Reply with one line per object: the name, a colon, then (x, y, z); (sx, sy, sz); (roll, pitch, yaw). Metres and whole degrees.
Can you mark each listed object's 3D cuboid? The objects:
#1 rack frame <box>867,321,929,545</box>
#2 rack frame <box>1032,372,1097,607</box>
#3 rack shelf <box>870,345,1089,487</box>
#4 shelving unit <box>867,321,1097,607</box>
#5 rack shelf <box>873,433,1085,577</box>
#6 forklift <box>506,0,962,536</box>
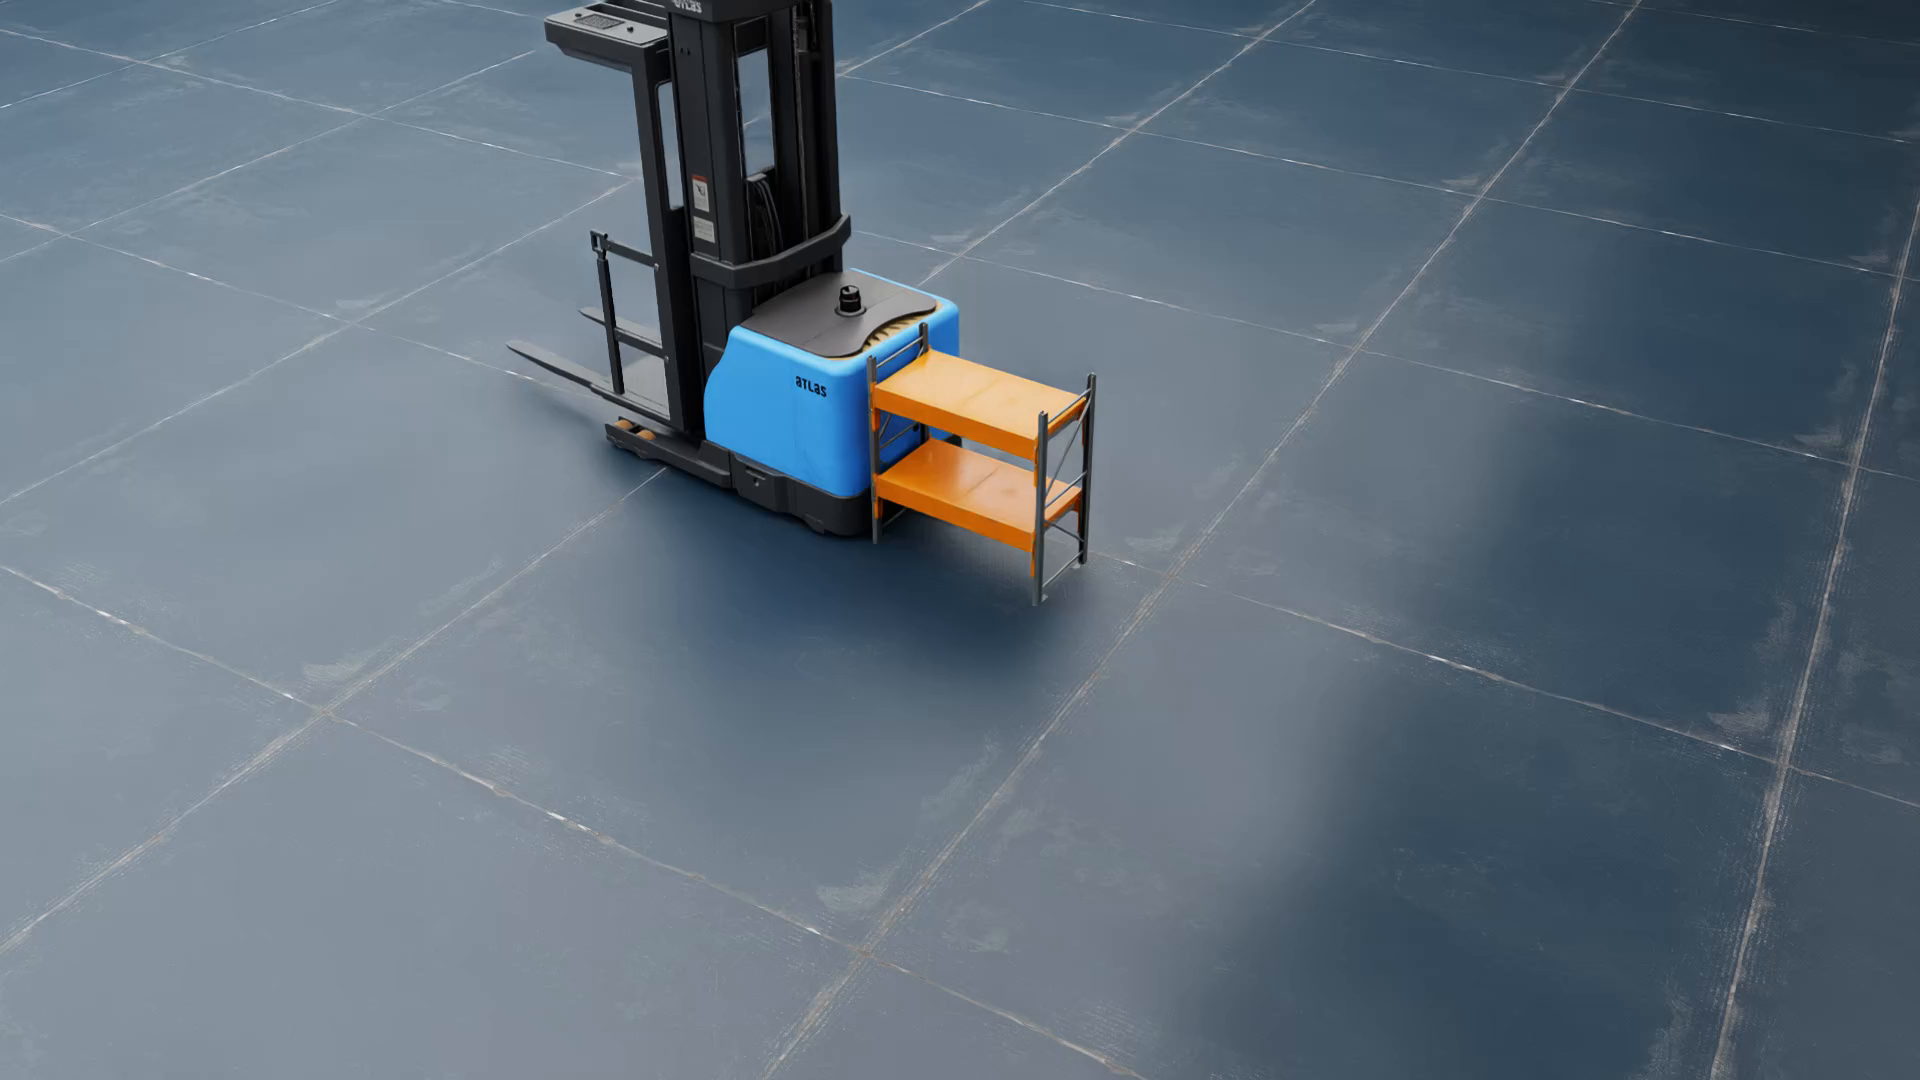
rack frame: (-0.319, -0.558, 8.845); (0.032, 1.125, 0.500); (21, 39, 28)
rack frame: (0.524, -0.243, 8.371); (0.032, 1.125, 0.500); (21, 39, 28)
rack shelf: (0.103, -0.644, 8.446); (1.000, 0.278, 0.538); (21, 39, 28)
shelving unit: (0.103, -0.401, 8.608); (1.048, 1.125, 0.538); (21, 39, 28)
rack shelf: (0.103, -0.197, 8.743); (1.000, 0.278, 0.538); (21, 39, 28)
forklift: (-1.465, -1.903, 9.234); (3.031, 2.935, 1.130); (23, 40, 31)
